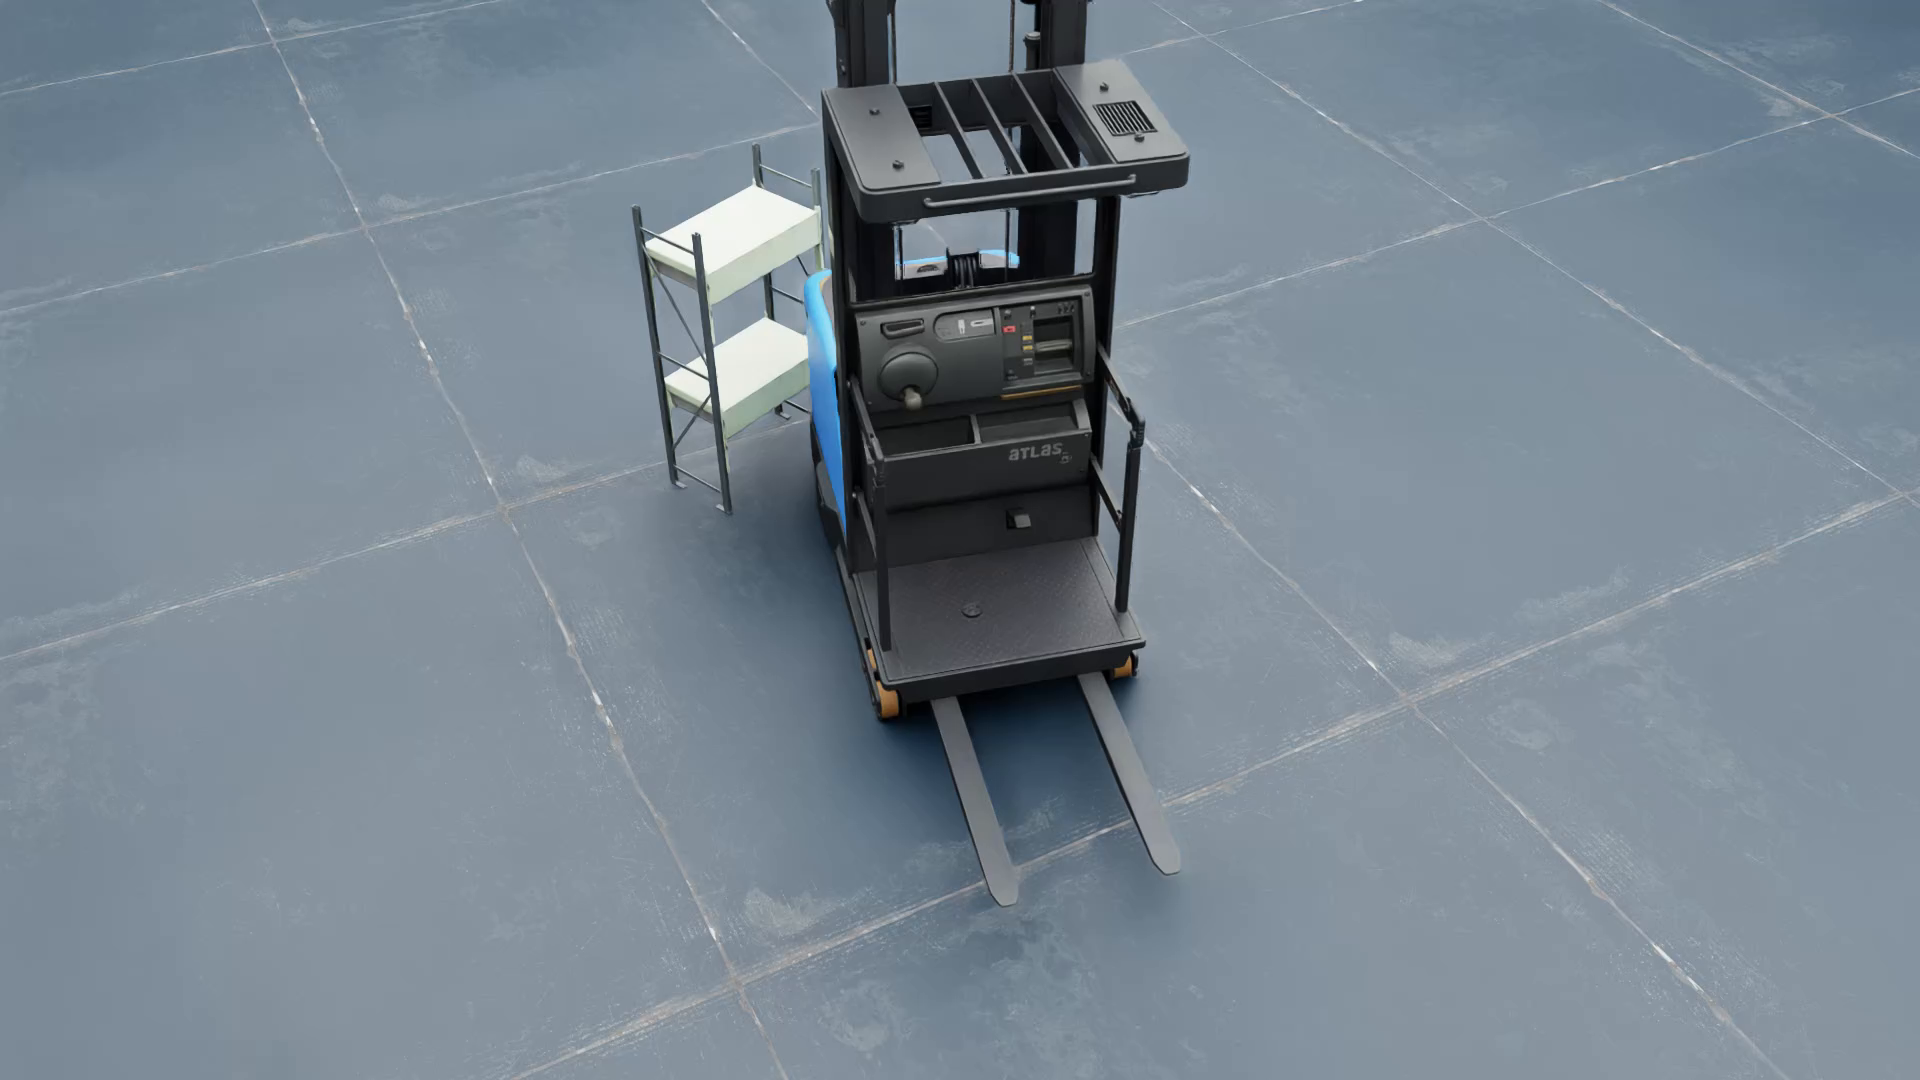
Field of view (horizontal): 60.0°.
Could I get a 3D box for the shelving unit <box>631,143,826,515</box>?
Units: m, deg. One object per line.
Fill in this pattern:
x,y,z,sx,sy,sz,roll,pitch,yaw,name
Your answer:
-1.013,-0.962,7.714,0.431,1.500,0.755,27,47,29,shelving unit

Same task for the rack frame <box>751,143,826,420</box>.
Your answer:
-0.783,-1.146,7.932,0.400,1.500,0.023,27,47,29,rack frame

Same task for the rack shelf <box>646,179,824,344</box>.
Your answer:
-1.013,-1.259,7.462,0.431,0.370,0.720,27,47,29,rack shelf

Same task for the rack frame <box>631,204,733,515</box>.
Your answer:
-1.242,-0.777,7.496,0.400,1.500,0.023,27,47,29,rack frame

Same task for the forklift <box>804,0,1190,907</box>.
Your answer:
0.119,-0.656,6.246,1.130,2.935,3.031,-9,41,-10,forklift

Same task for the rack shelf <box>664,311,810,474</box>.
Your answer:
-1.013,-0.713,7.925,0.431,0.370,0.720,27,47,29,rack shelf
